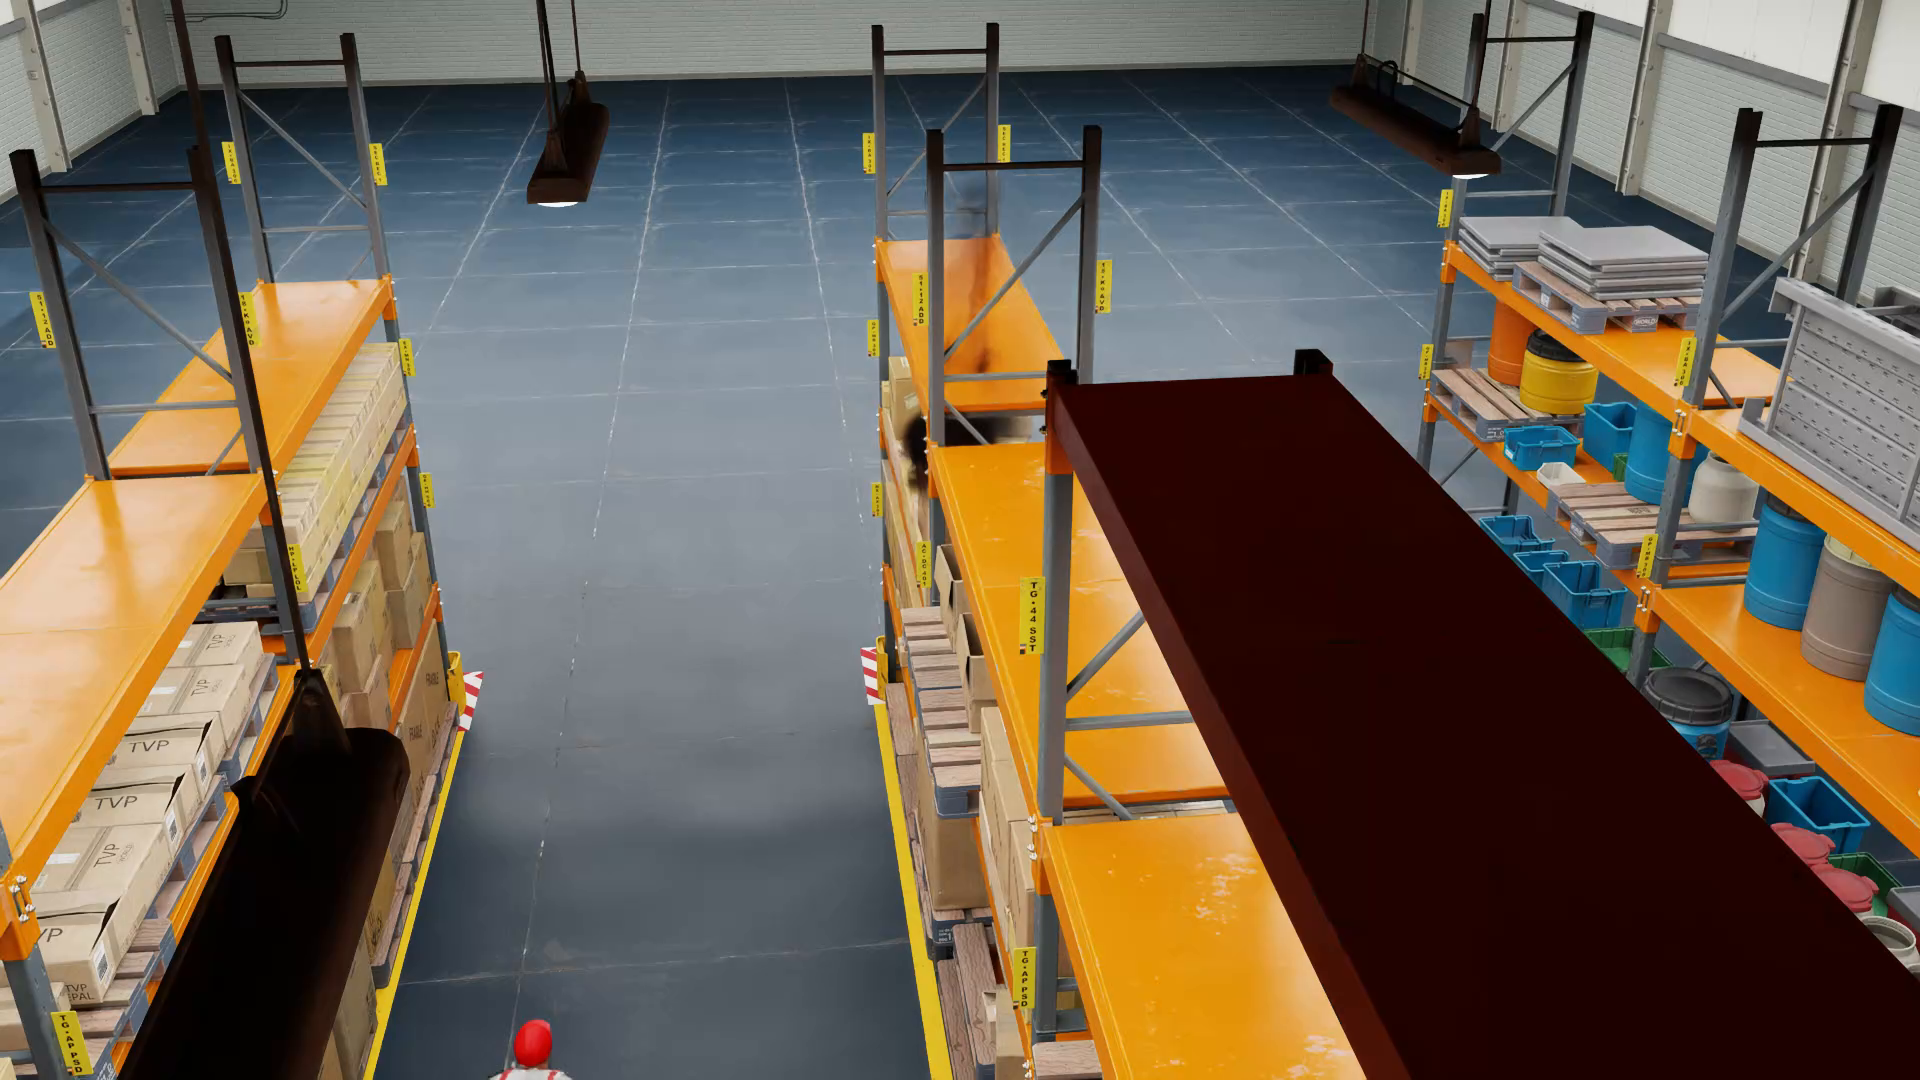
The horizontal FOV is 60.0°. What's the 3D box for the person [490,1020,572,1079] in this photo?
[{"bbox_3d":[-2.294,3.479,9.161,0.644,1.719,0.921,-3,26,-7],"label":"person"}]
